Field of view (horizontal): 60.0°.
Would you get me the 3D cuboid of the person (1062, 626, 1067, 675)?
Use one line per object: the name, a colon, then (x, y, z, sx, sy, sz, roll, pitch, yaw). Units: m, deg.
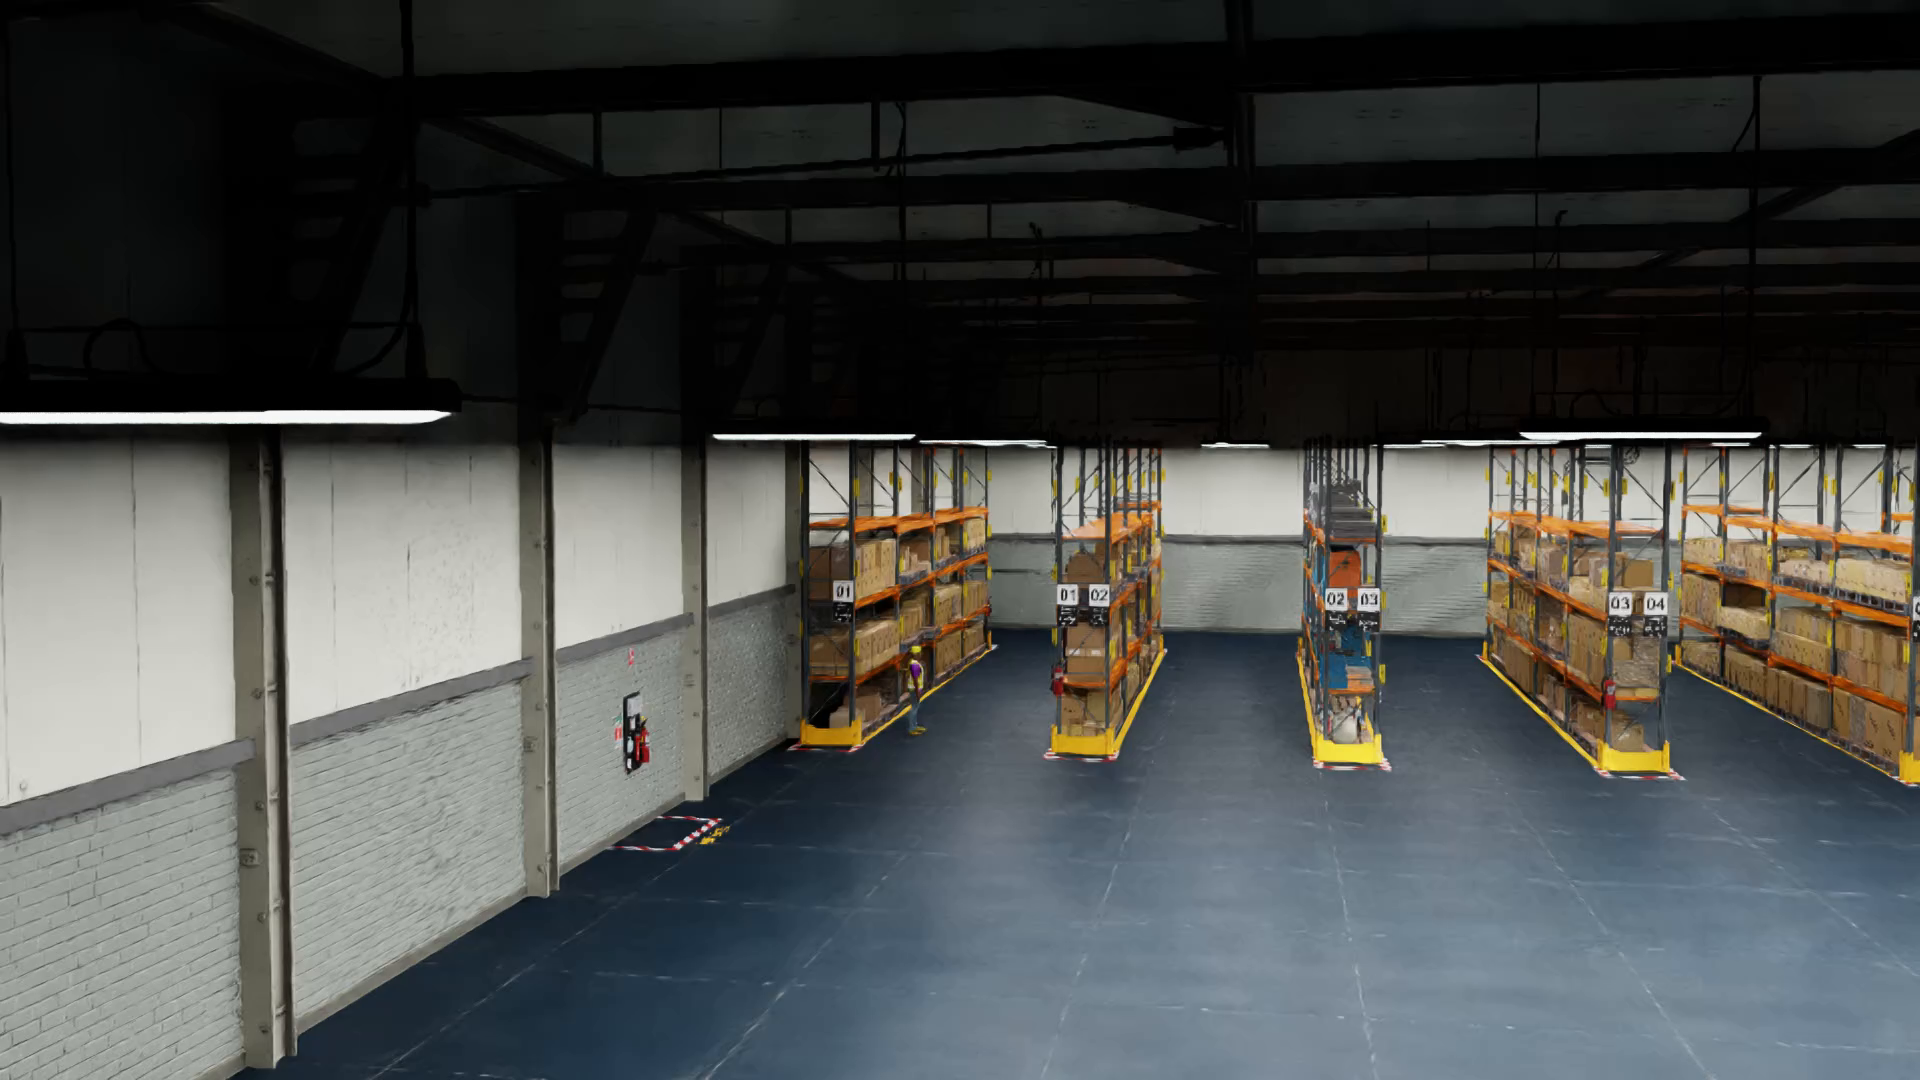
person: (2.701, 2.533, 42.265, 0.551, 1.782, 0.636, 3, 4, 40)

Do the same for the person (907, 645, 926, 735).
person: (-0.874, 3.004, 33.531, 0.401, 1.777, 0.702, 0, 3, -6)

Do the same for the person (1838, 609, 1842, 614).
person: (22.854, 2.539, 43.263, 0.443, 1.661, 0.546, -1, 3, -13)
